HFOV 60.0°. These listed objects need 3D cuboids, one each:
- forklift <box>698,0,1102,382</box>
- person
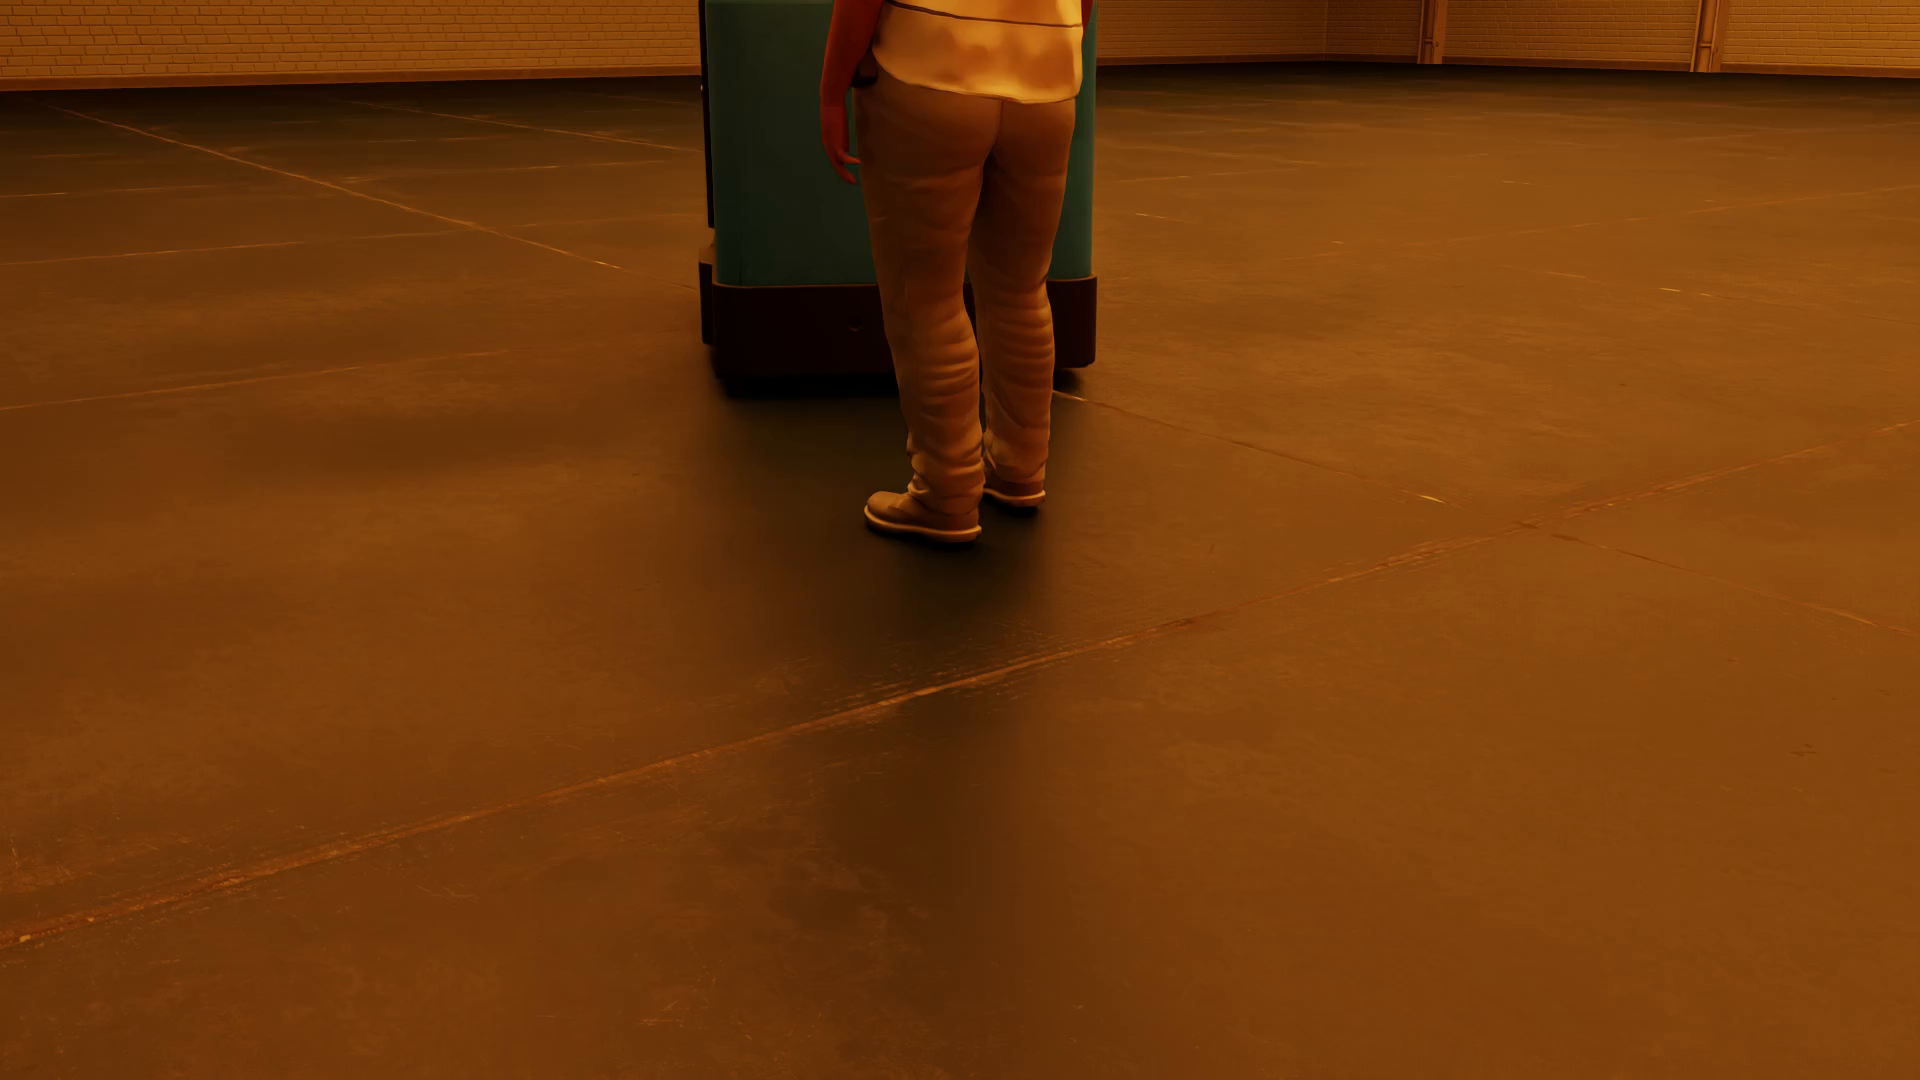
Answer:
[{"bbox_3d":[-0.330,-2.220,5.452,1.130,2.935,3.031,-2,18,-8],"label":"forklift"},{"bbox_3d":[-0.026,-0.825,3.121,0.598,1.670,0.529,-12,21,-34],"label":"person"}]
